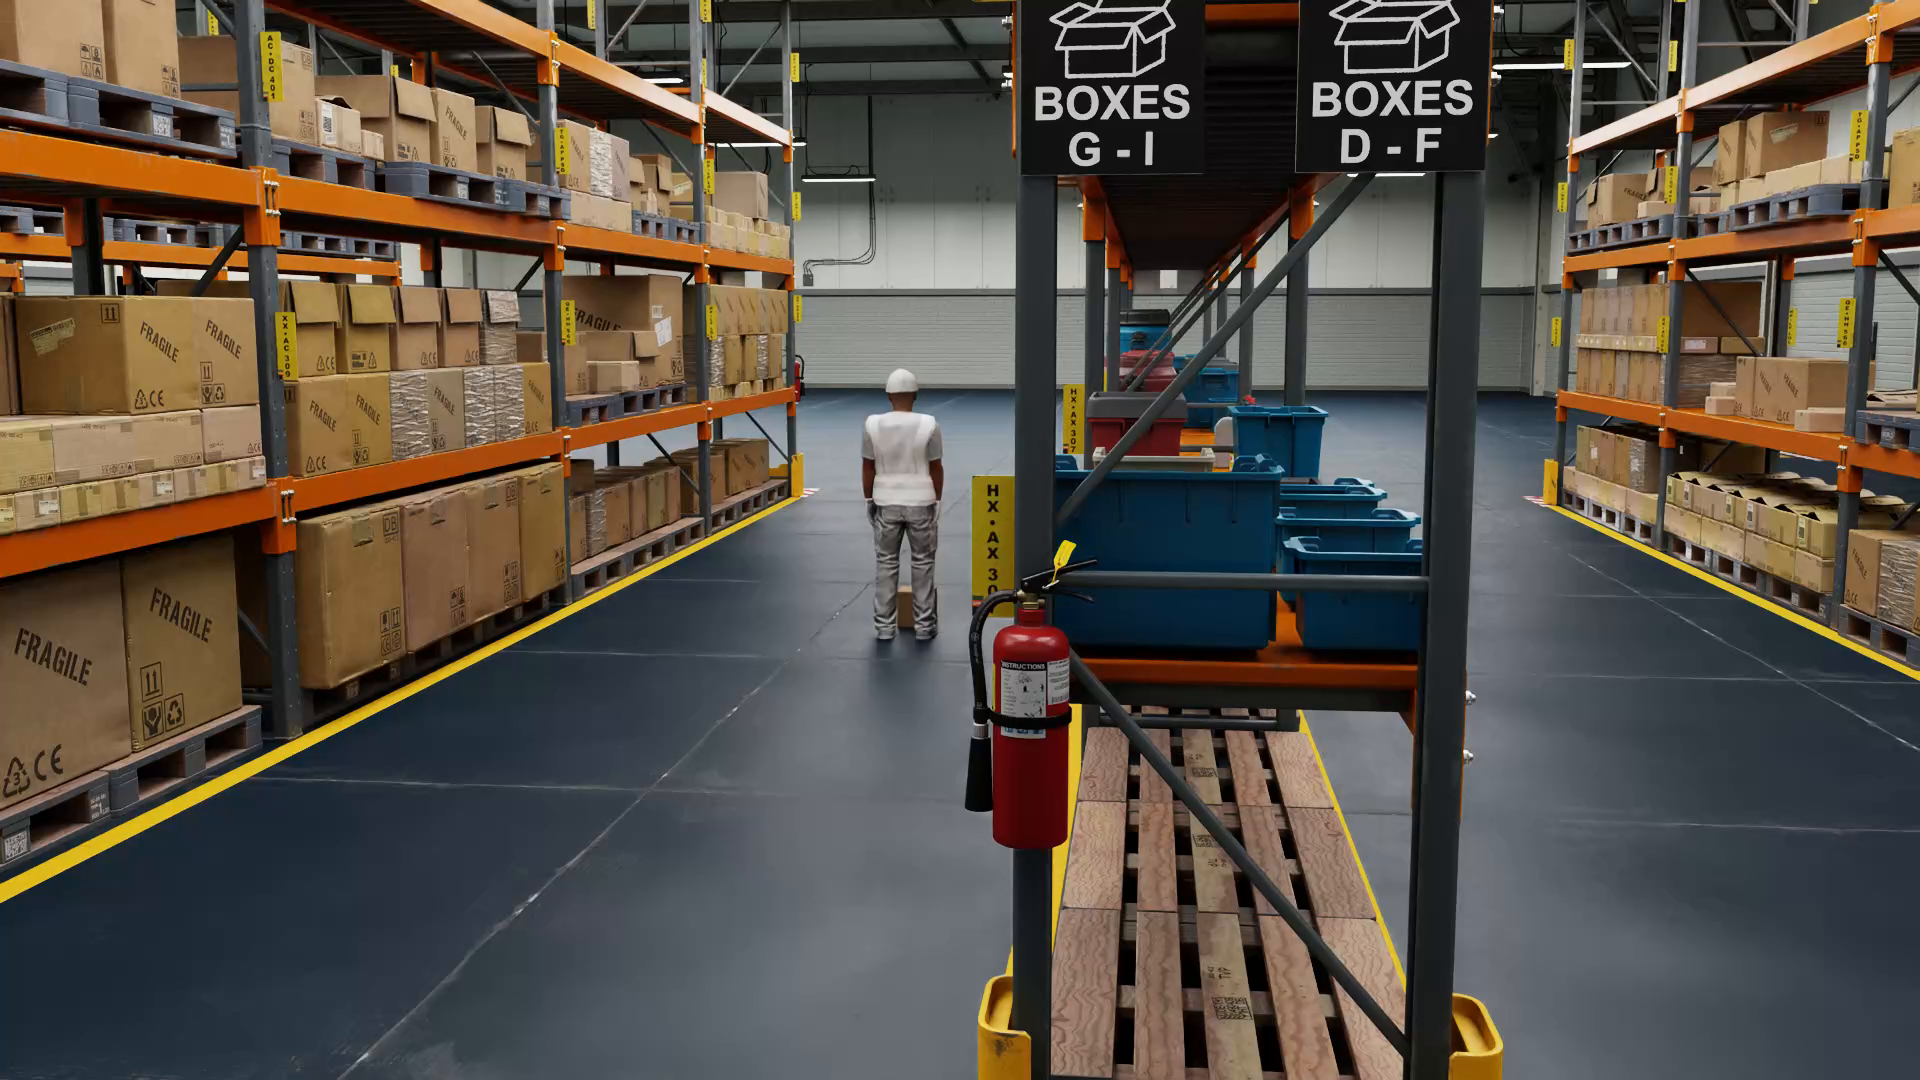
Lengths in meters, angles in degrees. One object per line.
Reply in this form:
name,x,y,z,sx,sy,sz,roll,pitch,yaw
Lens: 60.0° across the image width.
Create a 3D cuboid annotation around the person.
person,-0.375,-0.260,10.967,0.542,1.718,0.349,1,8,8
